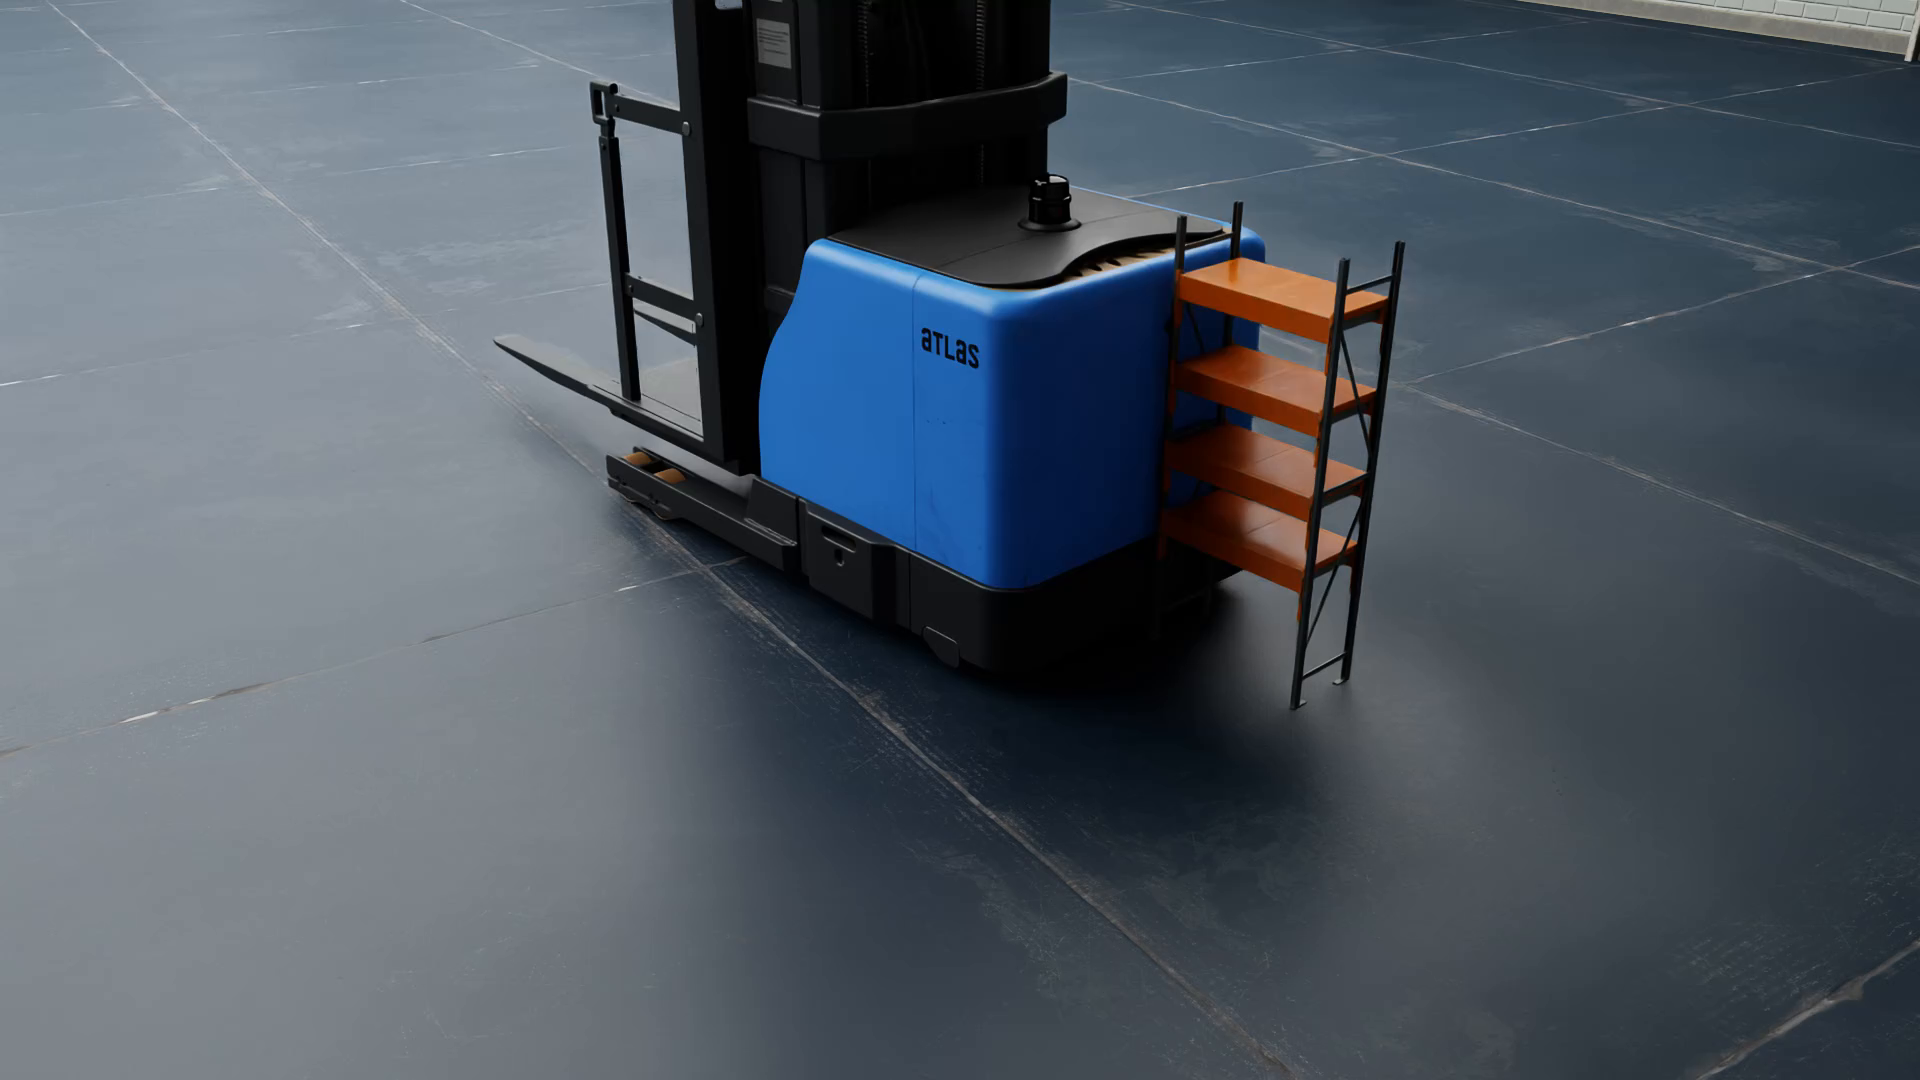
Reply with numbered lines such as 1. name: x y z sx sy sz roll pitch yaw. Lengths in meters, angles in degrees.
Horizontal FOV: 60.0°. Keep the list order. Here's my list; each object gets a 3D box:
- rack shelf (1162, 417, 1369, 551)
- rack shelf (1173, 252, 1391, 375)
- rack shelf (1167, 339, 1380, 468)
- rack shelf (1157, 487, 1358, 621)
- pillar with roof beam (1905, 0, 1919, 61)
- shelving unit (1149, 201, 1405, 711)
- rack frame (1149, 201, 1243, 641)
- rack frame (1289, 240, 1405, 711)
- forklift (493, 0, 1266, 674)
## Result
1. rack shelf: 0.791 -0.154 4.320 0.258 0.148 0.480 -21 33 -37
2. rack shelf: 0.795 -0.568 4.119 0.258 0.148 0.480 -21 33 -37
3. rack shelf: 0.793 -0.355 4.222 0.258 0.148 0.480 -21 33 -37
4. rack shelf: 0.789 0.025 4.406 0.258 0.148 0.480 -21 33 -37
5. pillar with roof beam: 4.293 -6.924 9.377 9.100 9.000 0.400 -16 29 -30
6. shelving unit: 0.791 -0.214 4.290 0.258 1.200 0.503 -21 33 -37
7. rack frame: 0.627 -0.294 4.452 0.240 1.200 0.015 -21 33 -37
8. rack frame: 0.955 -0.134 4.128 0.240 1.200 0.015 -21 33 -37
9. forklift: -0.518 -1.519 5.034 1.130 2.935 3.031 -22 33 -38
